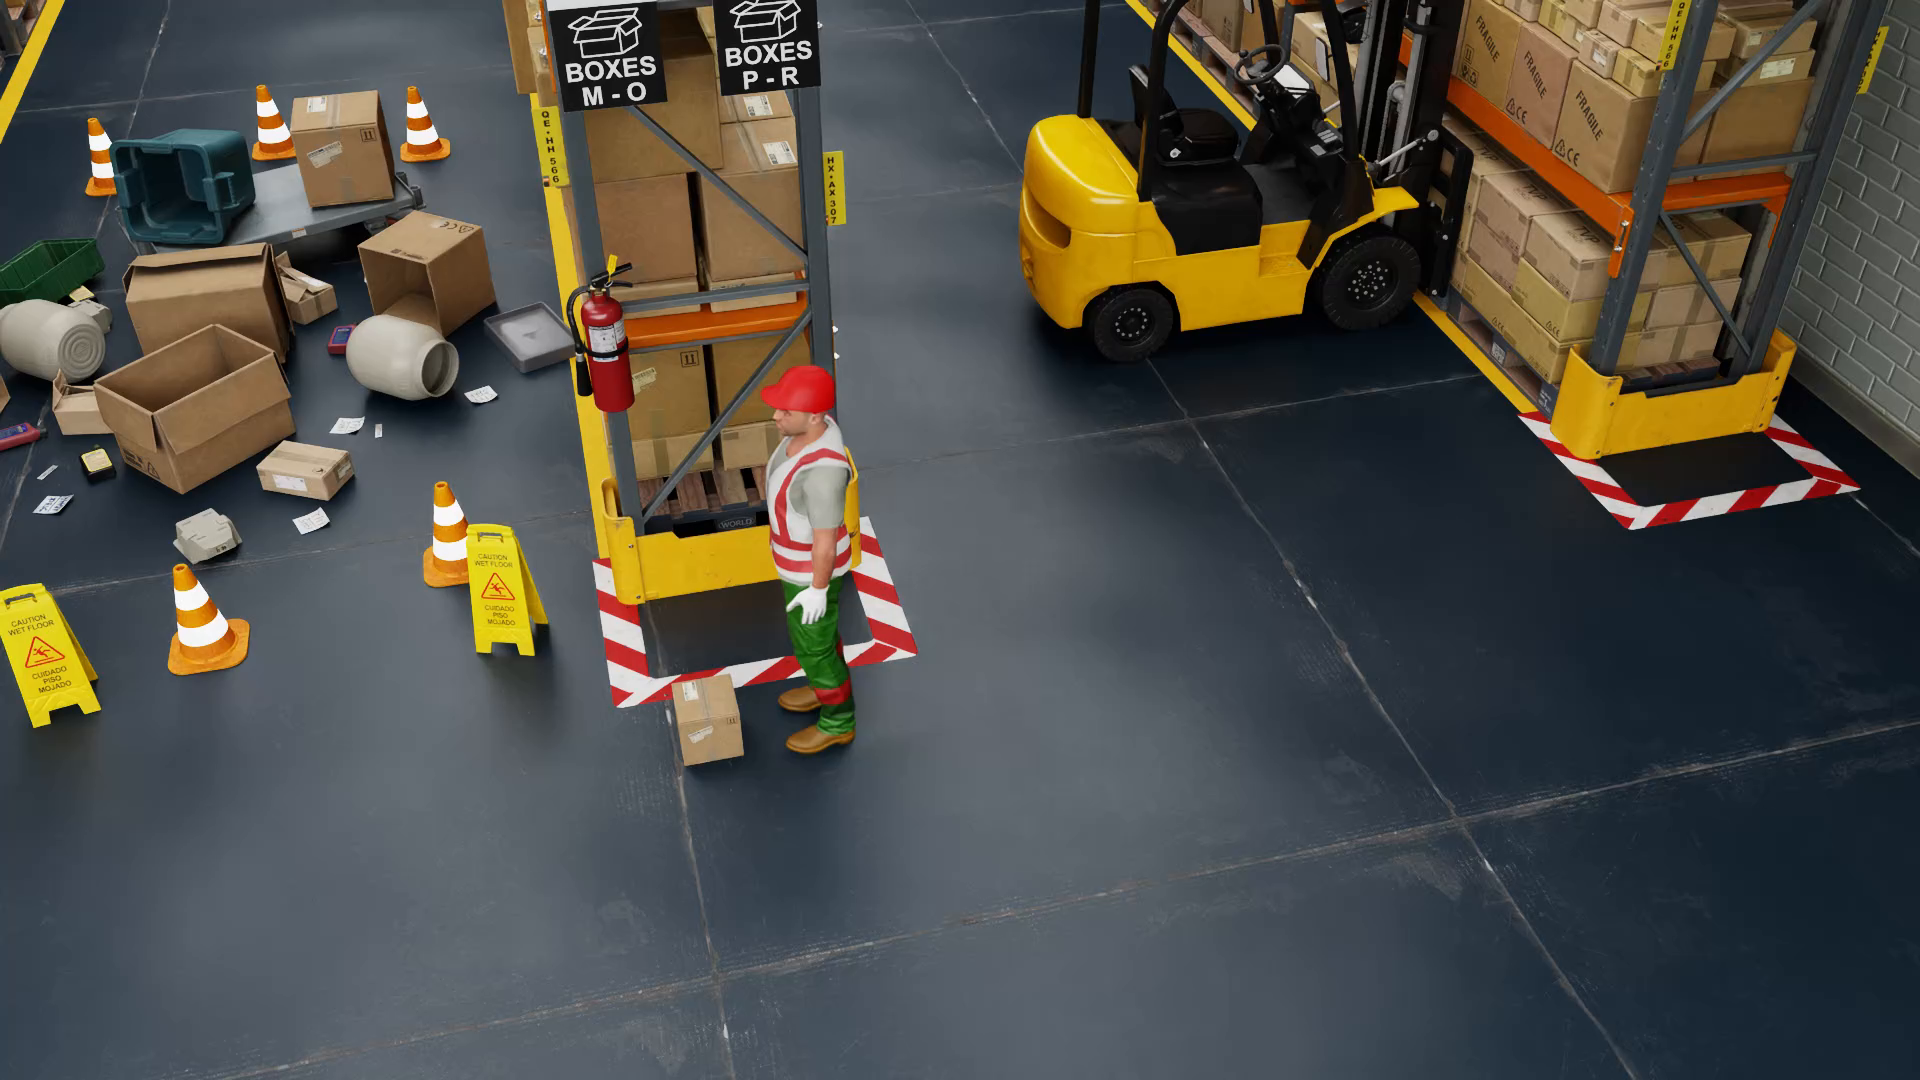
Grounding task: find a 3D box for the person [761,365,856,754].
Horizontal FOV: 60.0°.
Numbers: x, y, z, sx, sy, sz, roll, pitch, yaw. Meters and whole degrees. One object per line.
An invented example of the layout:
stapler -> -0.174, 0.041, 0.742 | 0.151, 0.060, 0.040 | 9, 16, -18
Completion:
person -> -0.595, 0.079, 6.594 | 0.344, 1.787, 0.523 | -8, 39, -11
